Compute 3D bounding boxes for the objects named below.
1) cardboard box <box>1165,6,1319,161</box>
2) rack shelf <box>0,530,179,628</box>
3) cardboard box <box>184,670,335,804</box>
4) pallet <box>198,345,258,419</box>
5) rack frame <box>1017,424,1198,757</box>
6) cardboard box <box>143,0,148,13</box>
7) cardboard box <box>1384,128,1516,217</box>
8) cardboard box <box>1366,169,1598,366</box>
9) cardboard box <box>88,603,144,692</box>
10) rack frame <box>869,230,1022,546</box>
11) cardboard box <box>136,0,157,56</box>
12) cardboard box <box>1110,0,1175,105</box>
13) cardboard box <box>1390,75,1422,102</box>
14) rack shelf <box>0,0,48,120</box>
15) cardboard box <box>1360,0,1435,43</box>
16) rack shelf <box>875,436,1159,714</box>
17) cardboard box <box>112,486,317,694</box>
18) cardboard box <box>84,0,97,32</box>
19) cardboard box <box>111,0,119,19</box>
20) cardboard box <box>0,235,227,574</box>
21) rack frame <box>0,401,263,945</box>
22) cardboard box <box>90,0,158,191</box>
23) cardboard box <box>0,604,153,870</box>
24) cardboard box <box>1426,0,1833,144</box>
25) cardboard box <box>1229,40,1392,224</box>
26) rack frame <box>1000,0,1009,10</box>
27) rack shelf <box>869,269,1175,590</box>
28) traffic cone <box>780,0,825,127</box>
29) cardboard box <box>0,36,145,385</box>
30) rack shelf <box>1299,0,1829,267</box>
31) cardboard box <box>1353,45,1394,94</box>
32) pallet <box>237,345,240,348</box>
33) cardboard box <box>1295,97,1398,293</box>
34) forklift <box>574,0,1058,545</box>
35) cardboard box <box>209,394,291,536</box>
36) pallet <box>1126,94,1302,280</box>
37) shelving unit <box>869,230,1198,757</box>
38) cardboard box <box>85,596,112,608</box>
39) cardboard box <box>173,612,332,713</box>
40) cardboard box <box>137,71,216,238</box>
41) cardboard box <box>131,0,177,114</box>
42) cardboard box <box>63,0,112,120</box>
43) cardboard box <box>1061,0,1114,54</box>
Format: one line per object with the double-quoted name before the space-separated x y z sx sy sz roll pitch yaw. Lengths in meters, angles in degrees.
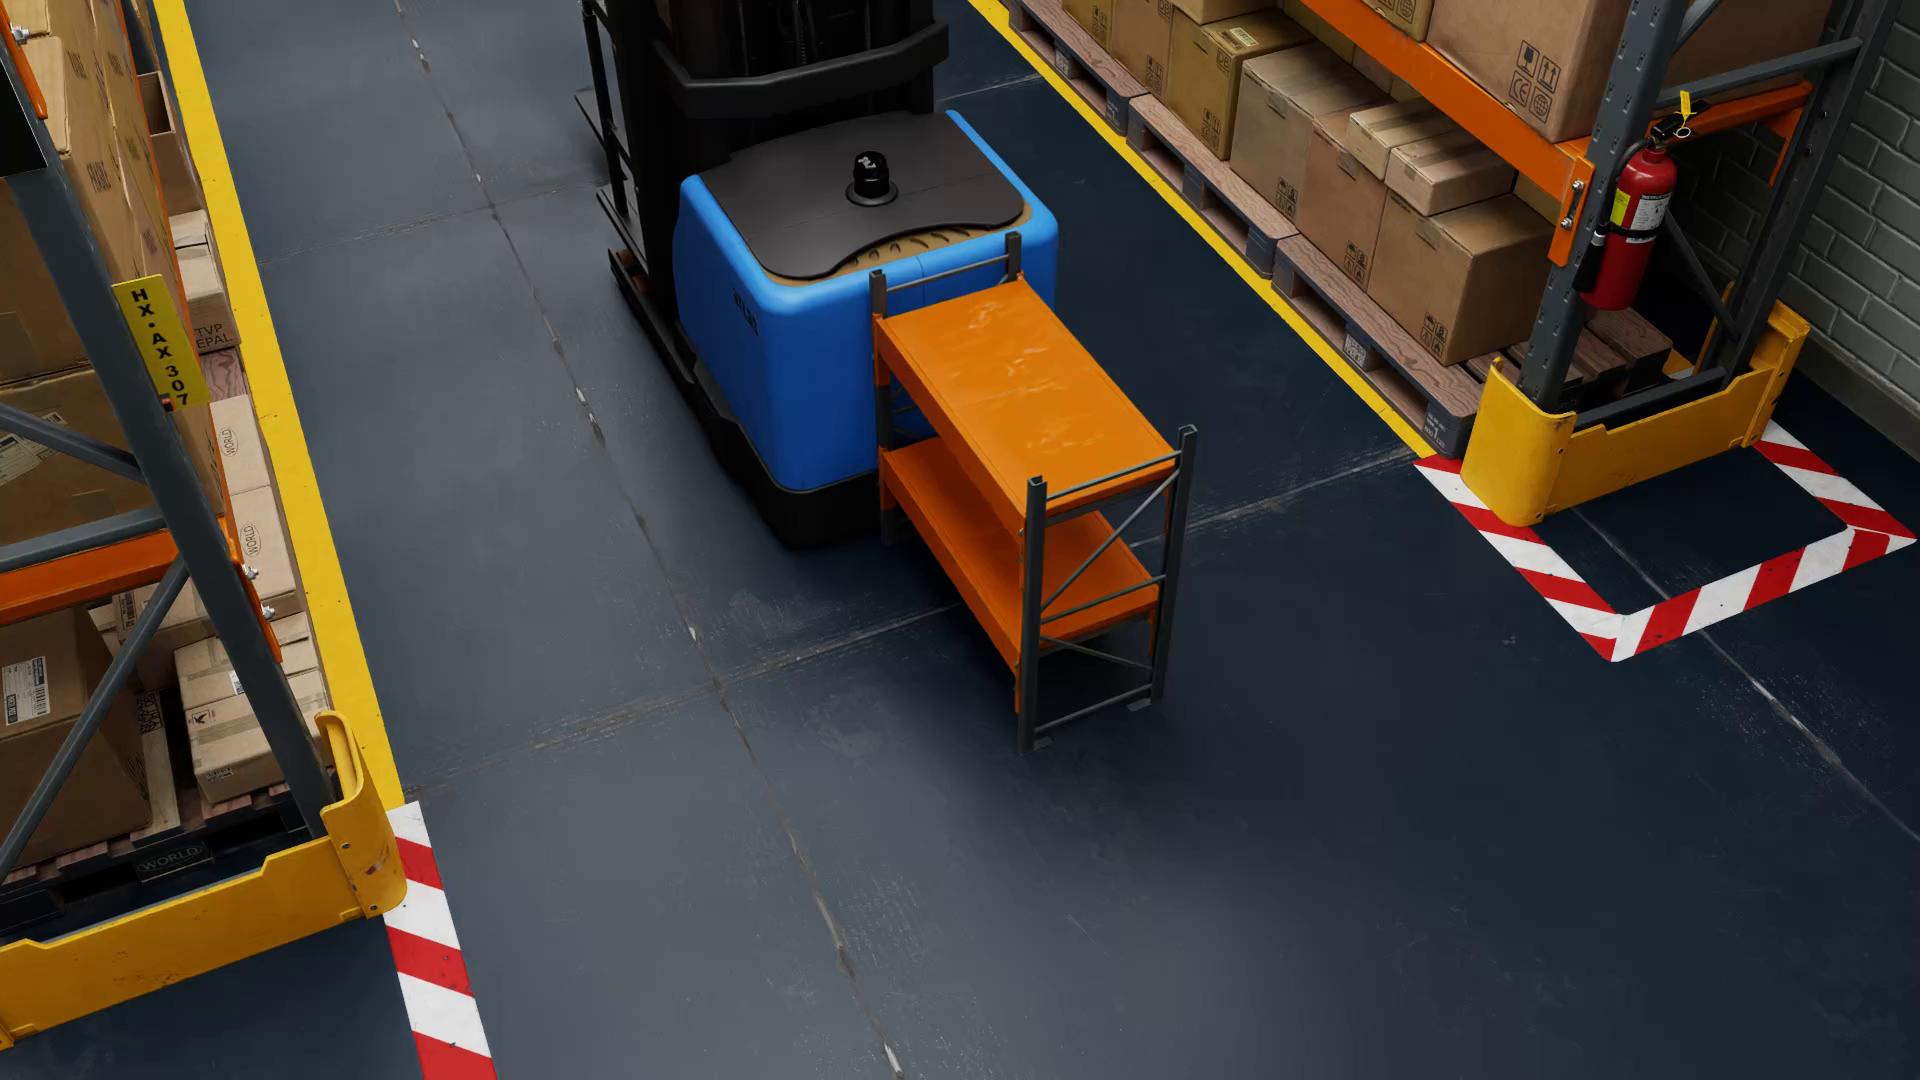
"cardboard box" 1.331 -2.047 7.170 0.700 0.500 0.500 -17 47 -16
"rack shelf" -2.964 -1.017 5.018 0.919 0.124 3.809 -18 47 -17
"cardboard box" -1.988 0.561 4.762 0.380 0.149 0.250 -18 47 -17
"pallet" -3.000 -0.269 5.872 1.003 0.211 1.213 -18 47 -17
"rack frame" 0.405 0.175 4.772 0.500 1.125 0.032 -19 48 -18
"cardboard box" -4.225 -2.782 7.900 0.500 0.500 0.500 -17 47 -17
"cardboard box" 1.765 -1.329 5.980 0.380 0.149 0.250 -19 48 -18
"cardboard box" 1.985 -1.070 6.180 0.700 0.500 0.500 -18 47 -17
"cardboard box" -2.664 0.365 4.949 0.380 0.166 0.250 -18 47 -17
"rack frame" -0.041 -0.467 5.422 0.500 1.125 0.032 -19 48 -18
"cardboard box" -4.022 -2.461 7.575 0.500 0.500 0.500 -17 47 -17
"cardboard box" 1.117 -2.375 7.502 0.700 0.500 0.500 -18 48 -18
"cardboard box" 1.900 -1.763 6.420 0.380 0.149 0.250 -18 47 -17
"rack shelf" -2.964 -2.015 4.033 1.077 0.370 4.000 -18 47 -17
"cardboard box" 1.830 -2.283 5.715 0.980 0.700 0.700 -18 48 -18
"rack shelf" 0.182 0.028 5.269 0.538 0.278 1.000 -19 48 -18
"cardboard box" -2.305 0.145 5.112 0.500 0.250 0.500 -18 47 -17
"cardboard box" -2.718 -1.655 4.509 0.500 0.500 0.500 -18 48 -18
"cardboard box" -3.144 -1.942 5.512 0.500 0.500 0.500 -17 47 -16
"cardboard box" -2.071 -0.325 3.872 0.500 0.500 0.500 -17 47 -17
"rack frame" -2.120 0.070 3.543 0.949 2.616 0.053 -18 47 -17
"cardboard box" -2.710 -1.292 4.852 0.500 0.500 0.500 -17 47 -17
"cardboard box" -2.575 0.531 4.543 0.500 0.500 0.500 -18 47 -17
"cardboard box" 2.146 -1.823 5.248 0.980 0.700 0.700 -16 47 -16
"cardboard box" 1.562 -1.709 6.827 0.700 0.500 0.500 -19 48 -19
"rack frame" 0.688 -3.943 7.610 1.000 3.000 0.127 -18 47 -17
"rack shelf" 0.182 -0.354 4.891 0.538 0.278 1.000 -19 48 -18
"traffic cone" -0.534 -1.513 5.741 0.062 1.202 0.307 -18 47 -17
"cardboard box" -2.071 -0.681 3.521 0.500 0.500 0.500 -17 47 -16
"rack shelf" 1.529 -2.412 6.571 1.077 0.370 4.000 -18 47 -17
"cardboard box" 1.792 -1.925 6.584 0.380 0.149 0.250 -17 47 -17
"pallet" -3.517 -1.047 6.661 1.003 0.211 1.213 -18 47 -17
"cardboard box" 1.774 -1.389 6.503 0.700 0.500 0.500 -18 47 -18
"forklift" -0.770 -2.067 5.758 1.130 2.935 3.031 -19 48 -18
"cardboard box" -2.515 -0.174 5.435 0.500 0.250 0.500 -18 47 -17
"pallet" 1.453 -1.664 7.286 1.003 0.211 1.213 -18 47 -17
"shelving unit" 0.182 -0.146 5.097 0.538 1.125 1.048 -19 48 -18
"cardboard box" -2.948 0.005 5.253 0.500 0.250 0.500 -18 47 -17
"cardboard box" -2.093 0.396 4.917 0.380 0.166 0.250 -18 47 -17
"cardboard box" -3.308 -1.465 6.566 0.500 0.500 0.500 -18 47 -17
"cardboard box" -3.788 -2.125 7.234 0.500 0.500 0.500 -20 48 -19
"cardboard box" -2.503 -1.332 4.181 0.500 0.500 0.500 -17 47 -17
"cardboard box" 0.909 -2.696 7.827 0.700 0.500 0.500 -17 47 -17
